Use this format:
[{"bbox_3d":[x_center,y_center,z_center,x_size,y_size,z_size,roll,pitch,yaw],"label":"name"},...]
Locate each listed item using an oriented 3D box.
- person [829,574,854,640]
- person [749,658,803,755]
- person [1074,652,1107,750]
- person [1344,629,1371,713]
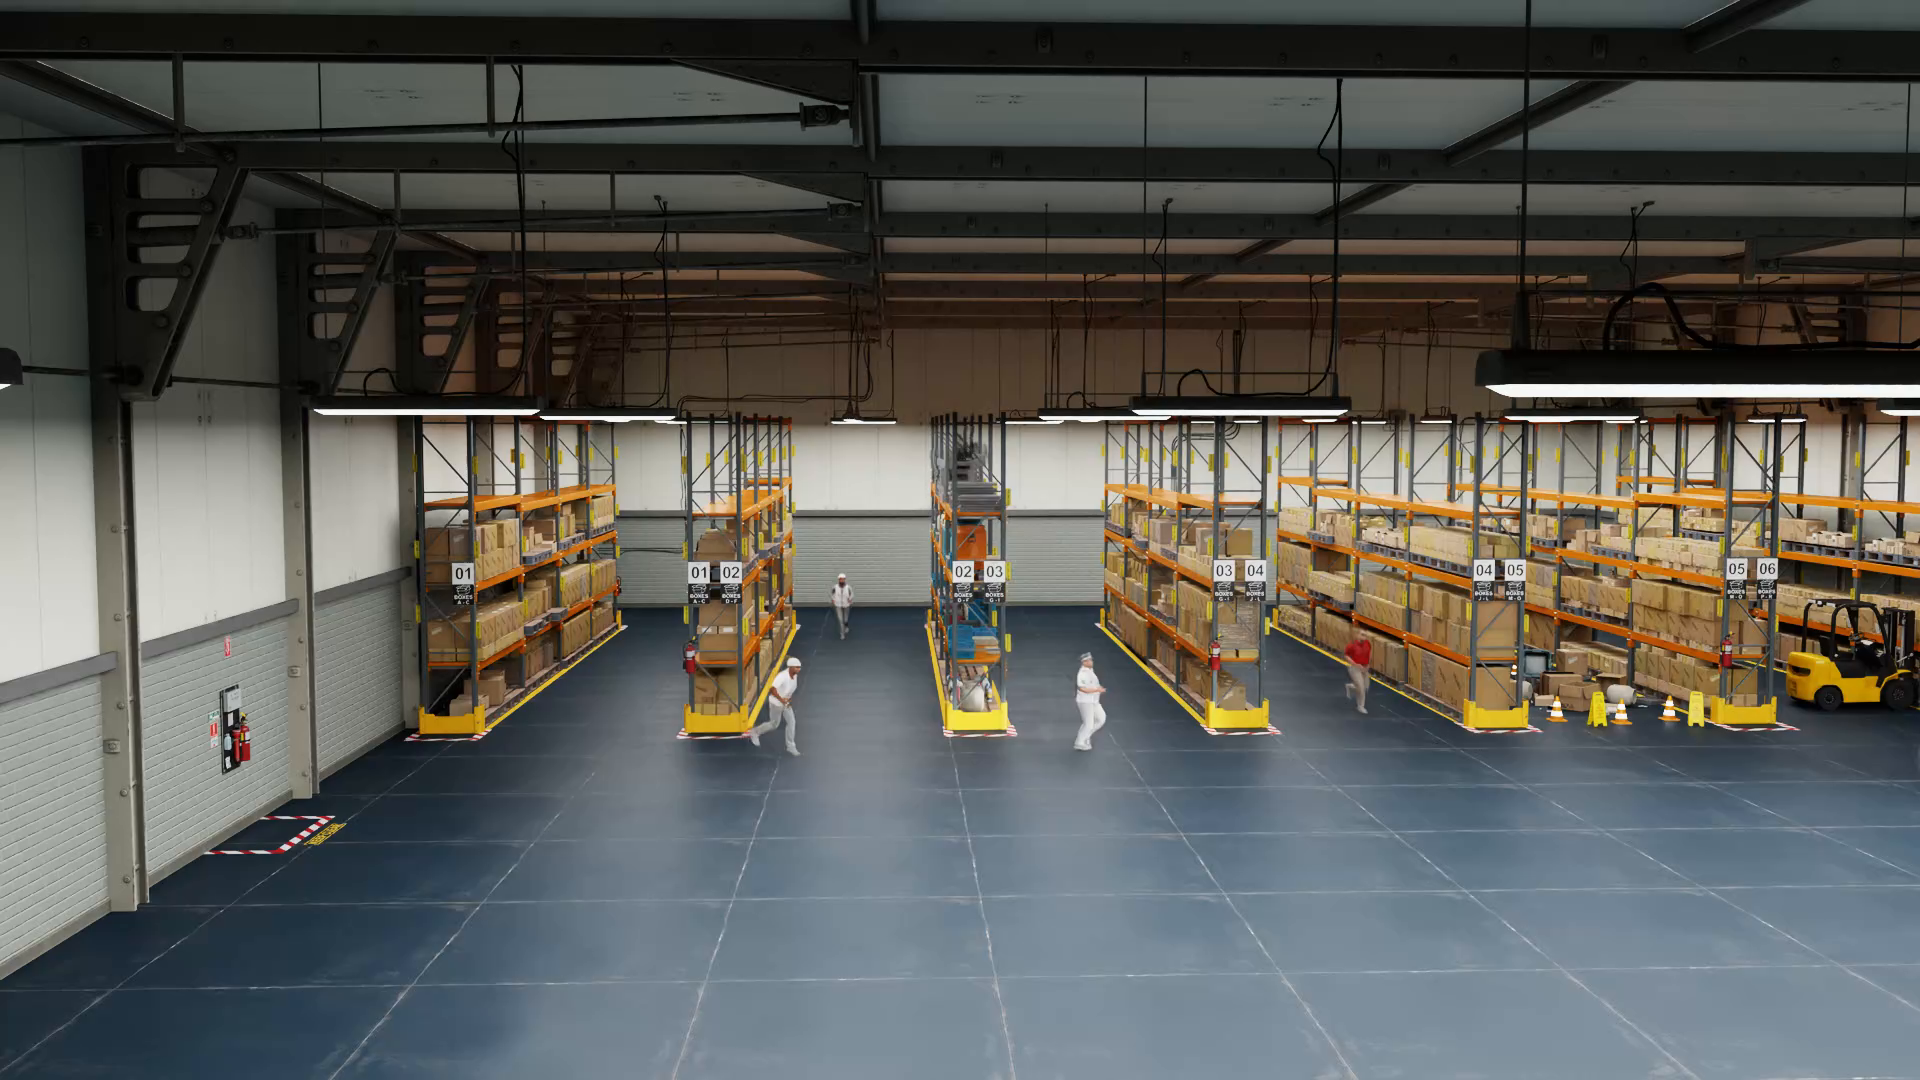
[{"bbox_3d":[-3.213,1.795,45.076,0.668,1.769,0.818,-1,4,-8],"label":"person"},{"bbox_3d":[-3.228,2.908,29.207,1.034,1.723,0.726,1,4,17],"label":"person"},{"bbox_3d":[2.330,2.848,29.379,0.625,1.764,0.647,2,4,21],"label":"person"},{"bbox_3d":[8.011,2.627,33.527,0.695,1.692,0.721,-2,4,-27],"label":"person"}]
